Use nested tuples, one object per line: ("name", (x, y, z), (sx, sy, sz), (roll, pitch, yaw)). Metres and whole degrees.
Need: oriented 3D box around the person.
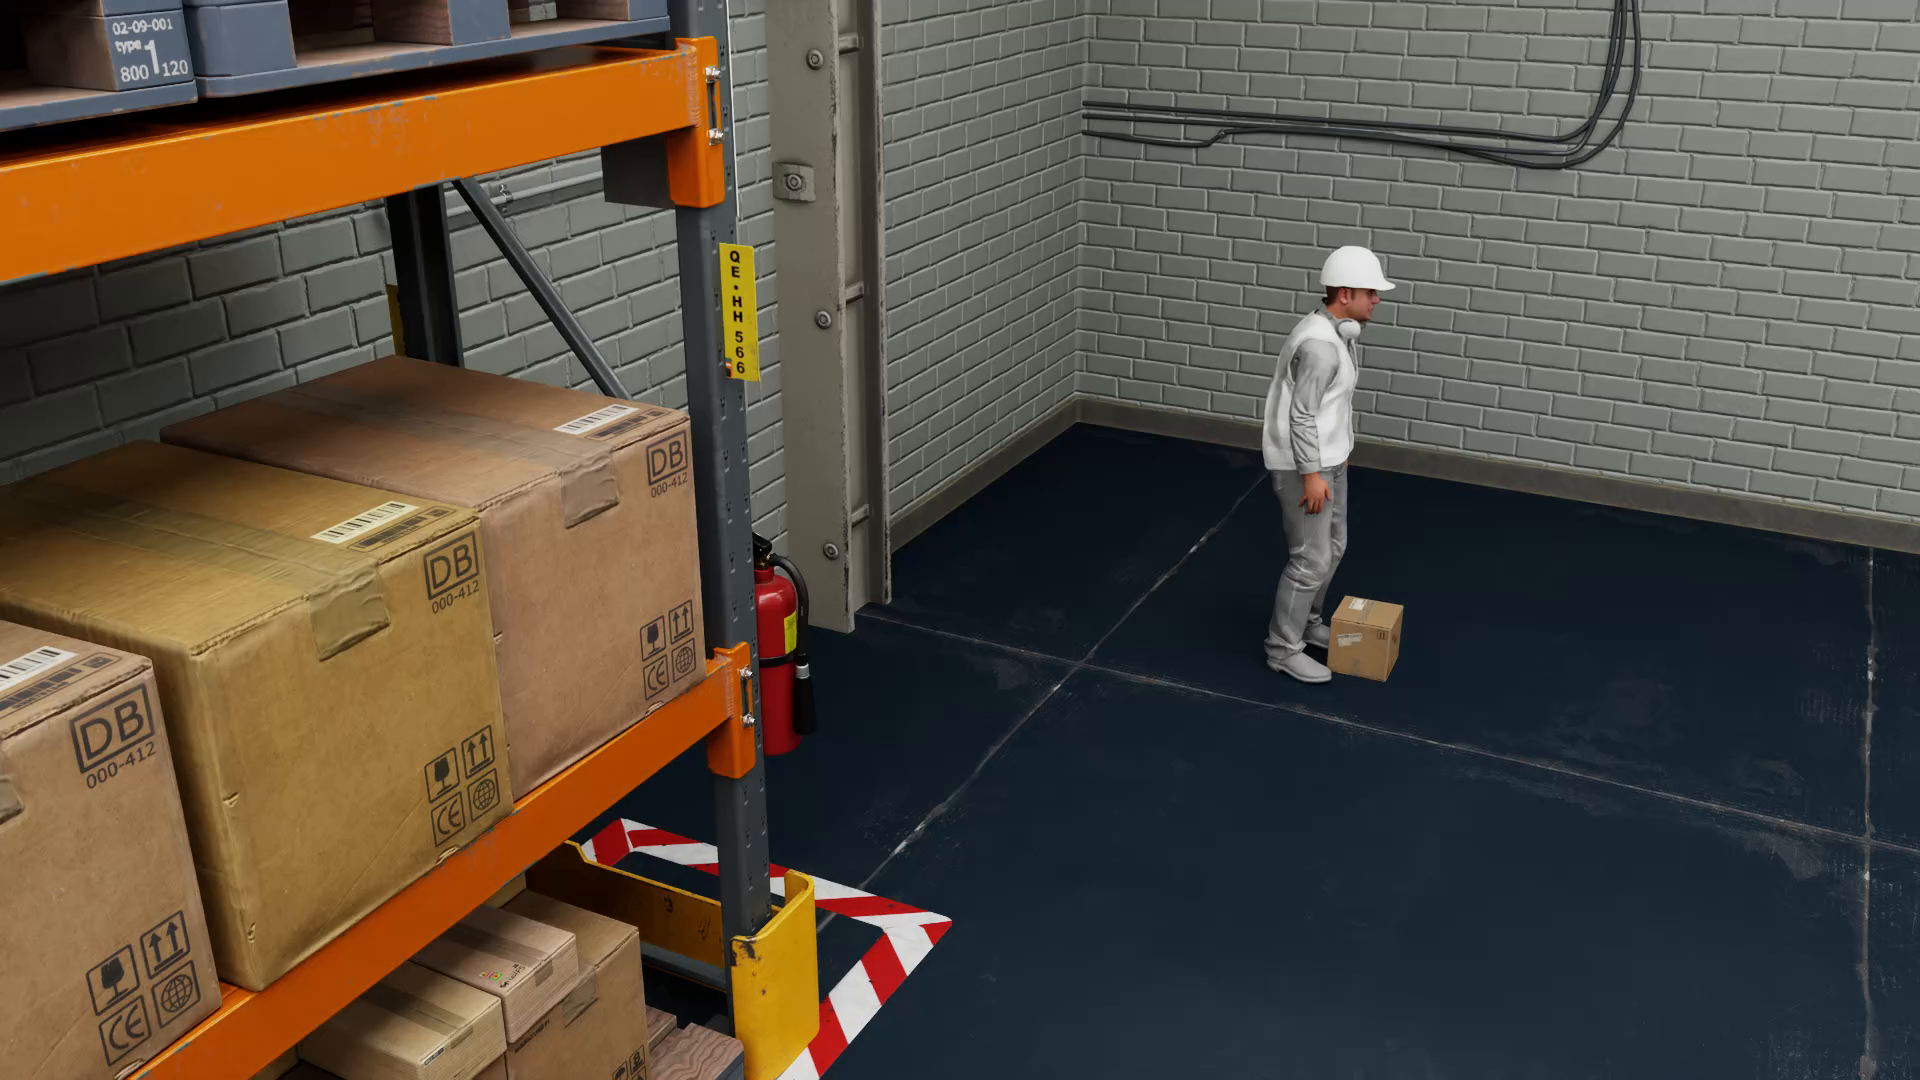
("person", (1.480, -0.331, 6.857), (0.465, 1.770, 0.589), (9, 24, 21))
